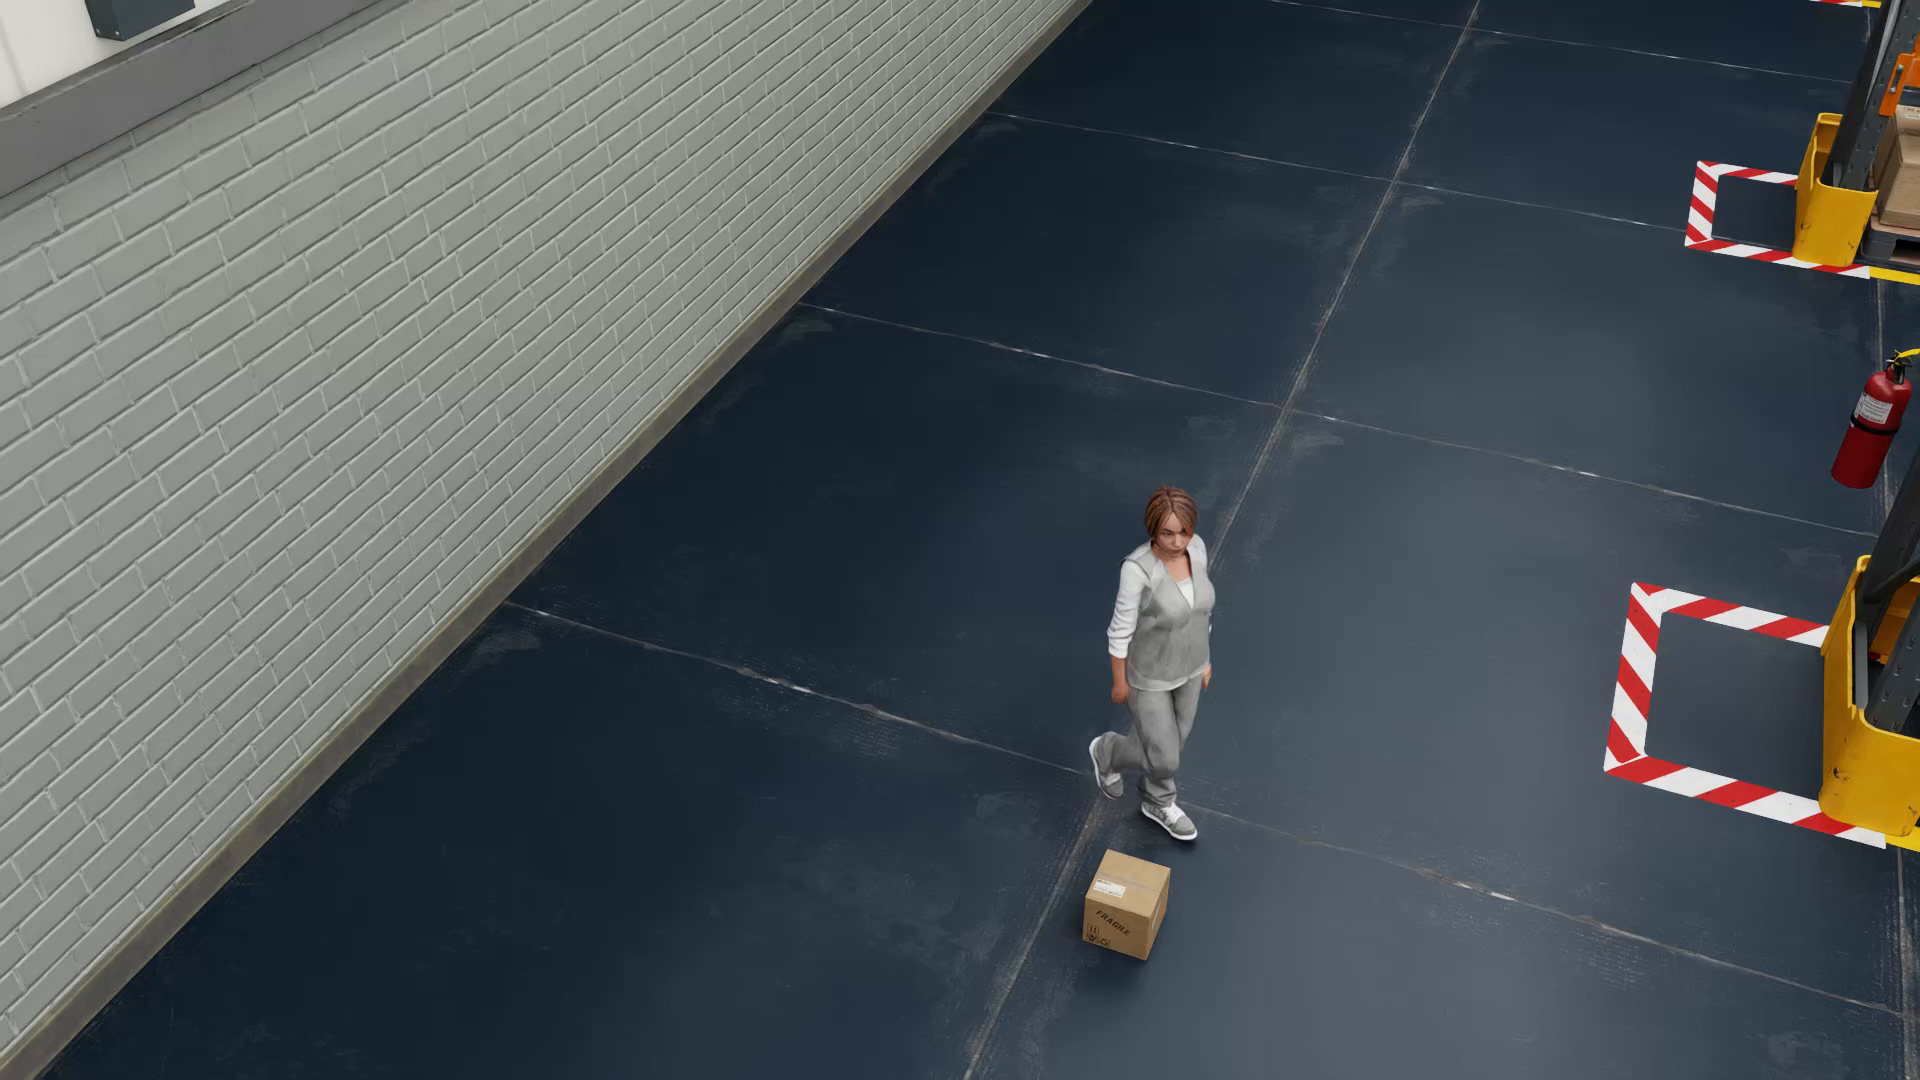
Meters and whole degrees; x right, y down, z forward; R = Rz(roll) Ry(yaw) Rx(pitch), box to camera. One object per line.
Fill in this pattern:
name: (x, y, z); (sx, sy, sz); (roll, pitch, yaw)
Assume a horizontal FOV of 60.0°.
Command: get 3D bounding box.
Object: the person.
person: (0.737, 0.474, 6.193); (0.428, 1.588, 0.475); (-27, 45, -30)
